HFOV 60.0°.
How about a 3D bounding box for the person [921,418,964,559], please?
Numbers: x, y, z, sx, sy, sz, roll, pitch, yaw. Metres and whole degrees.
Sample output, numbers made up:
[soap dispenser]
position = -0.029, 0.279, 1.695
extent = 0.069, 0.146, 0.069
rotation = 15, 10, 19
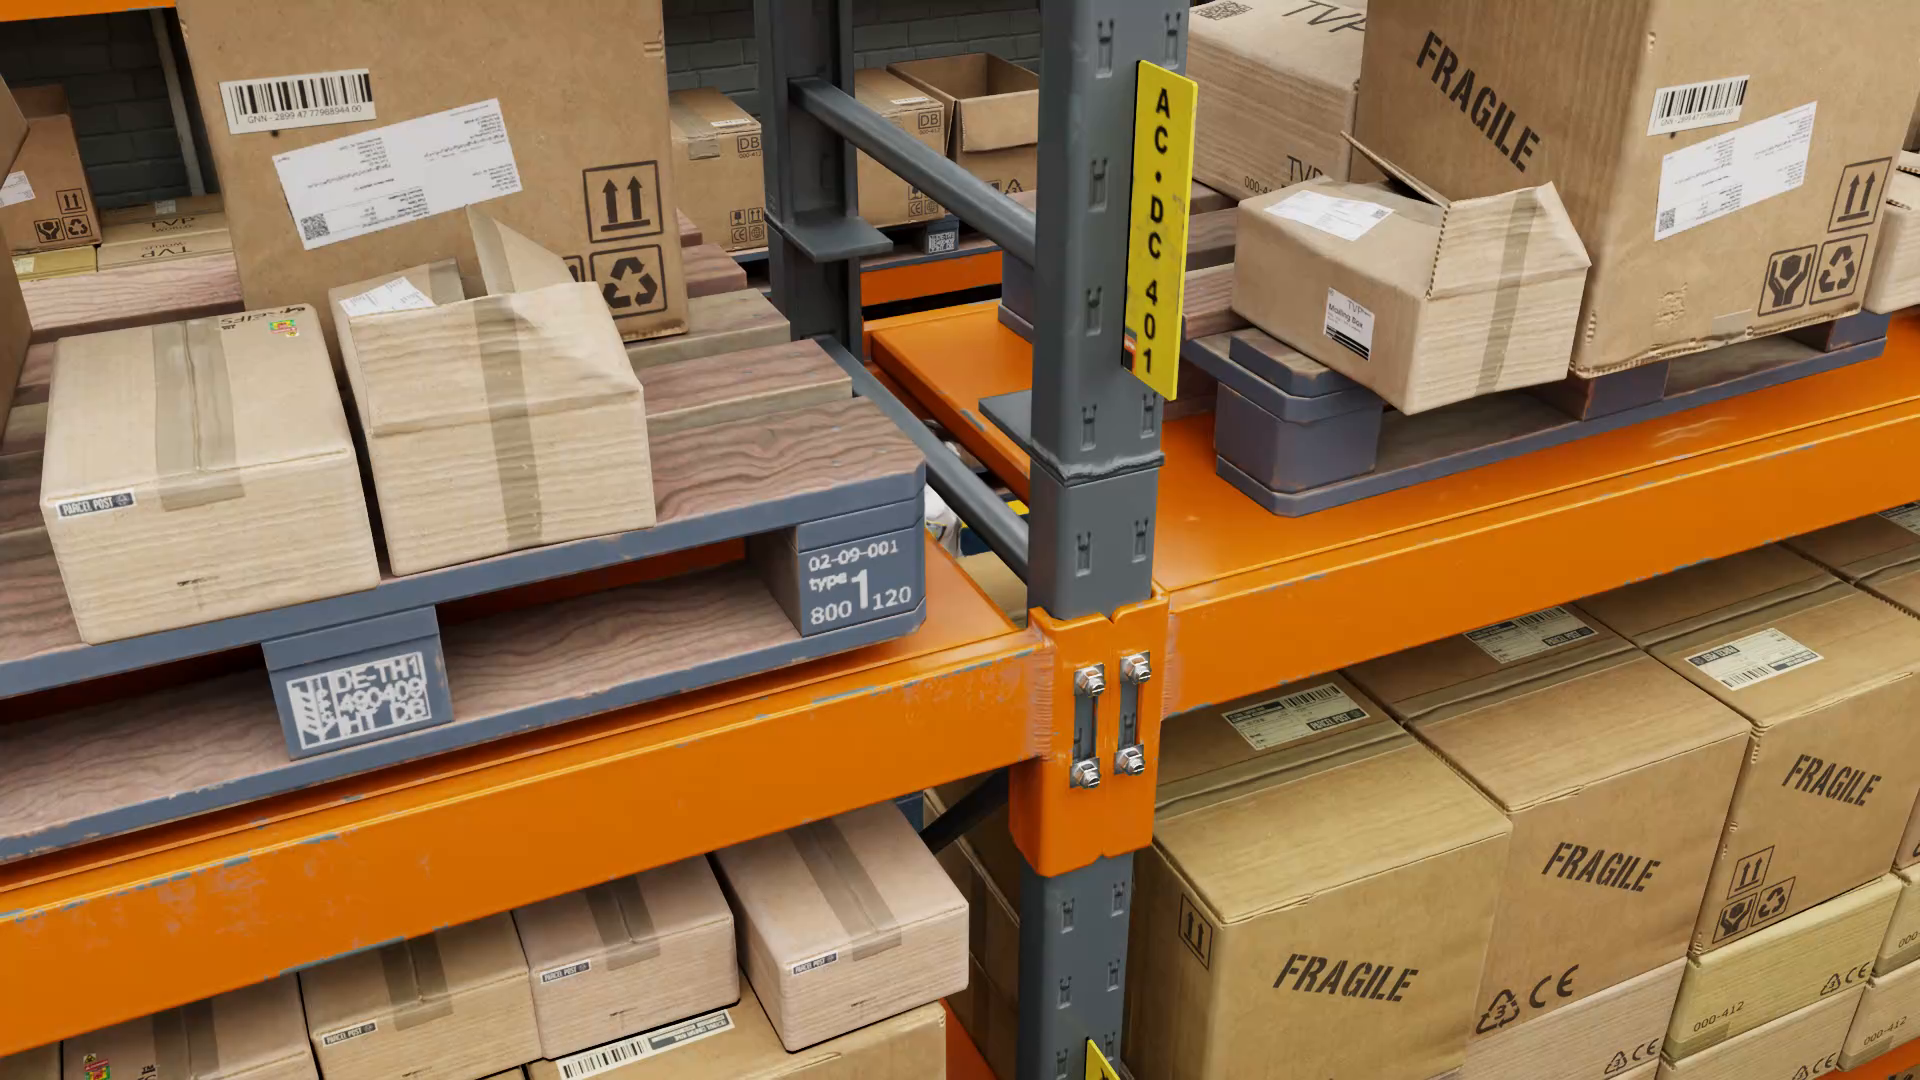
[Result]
[person]
position = -0.161, 0.182, 5.749
extent = 1.020, 1.621, 0.496
rotation = -5, 30, -9
